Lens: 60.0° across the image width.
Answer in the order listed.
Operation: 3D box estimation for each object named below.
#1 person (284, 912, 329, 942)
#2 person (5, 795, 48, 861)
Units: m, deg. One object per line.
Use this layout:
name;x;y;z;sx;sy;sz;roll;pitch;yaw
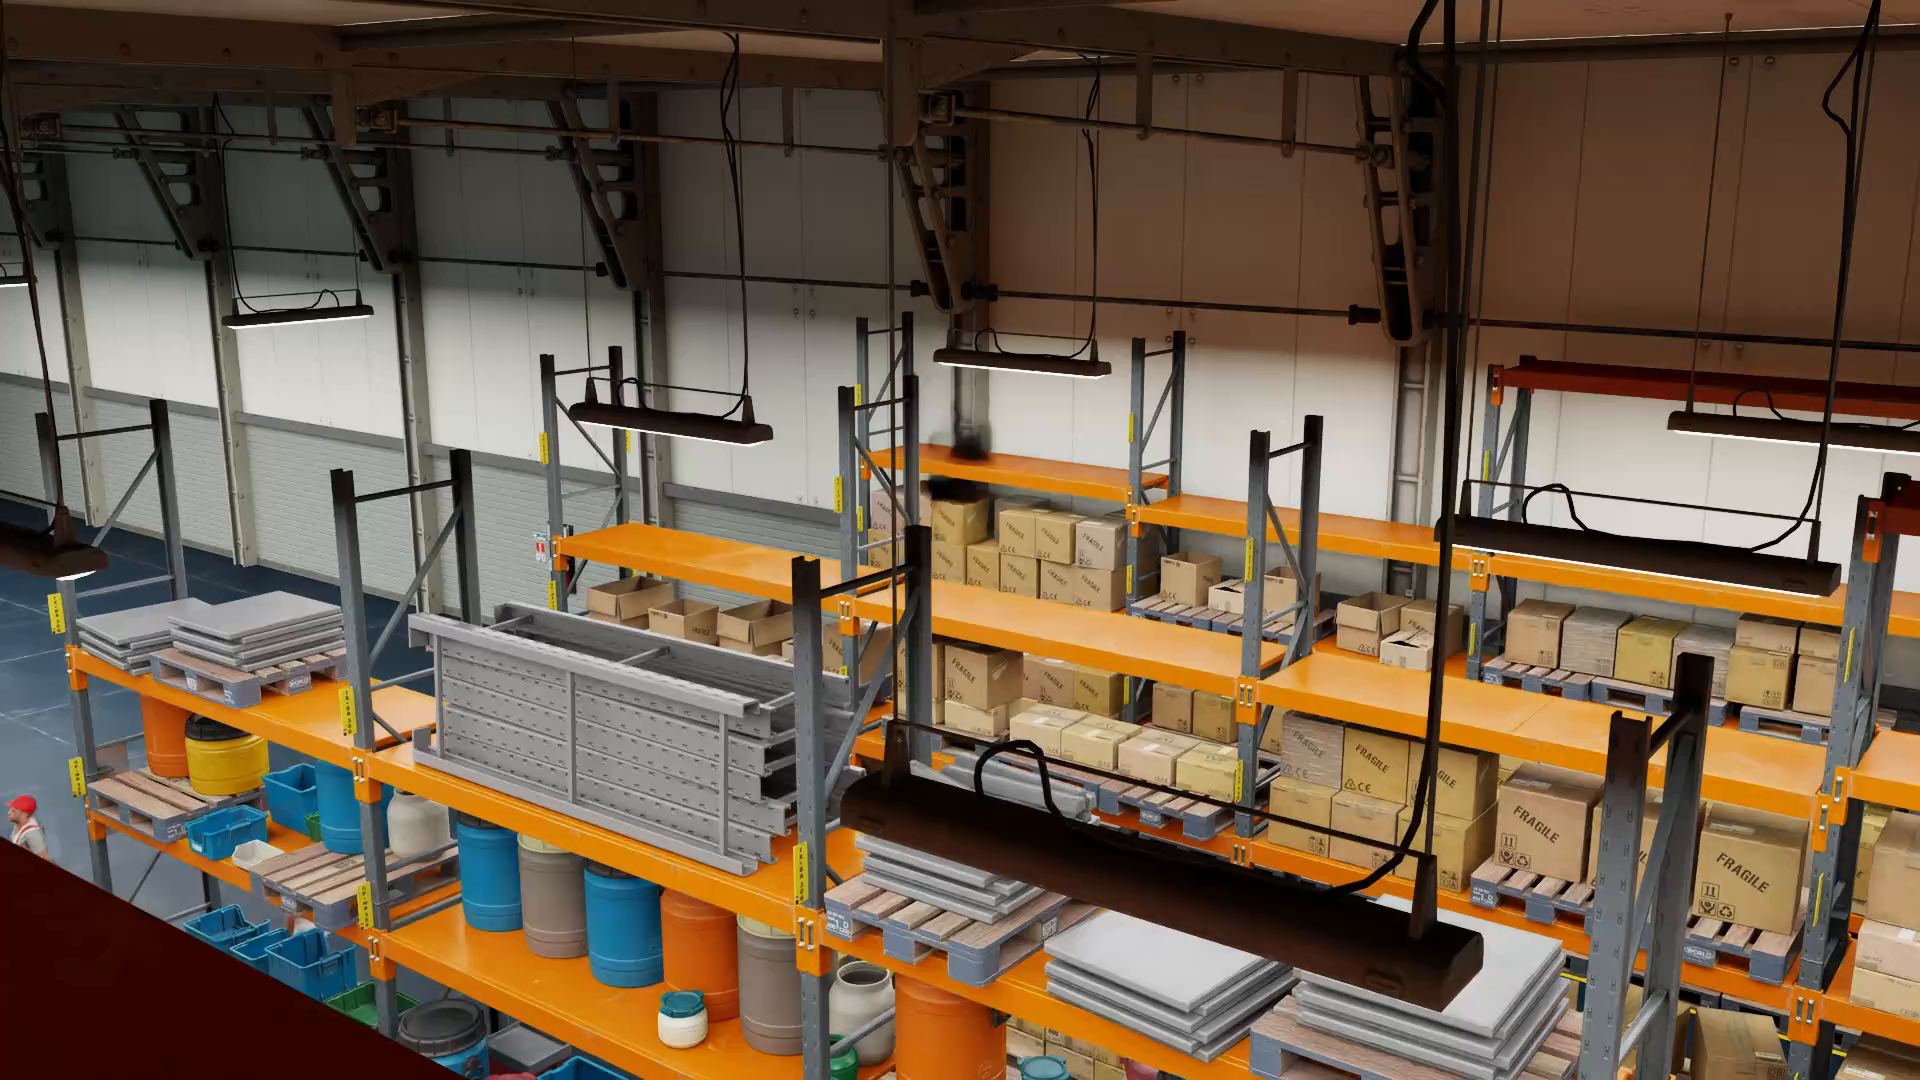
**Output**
person;-5.989;3.712;15.472;0.610;1.776;0.700;4;14;15
person;-9.318;3.394;16.794;0.625;1.750;0.666;-9;16;-33
